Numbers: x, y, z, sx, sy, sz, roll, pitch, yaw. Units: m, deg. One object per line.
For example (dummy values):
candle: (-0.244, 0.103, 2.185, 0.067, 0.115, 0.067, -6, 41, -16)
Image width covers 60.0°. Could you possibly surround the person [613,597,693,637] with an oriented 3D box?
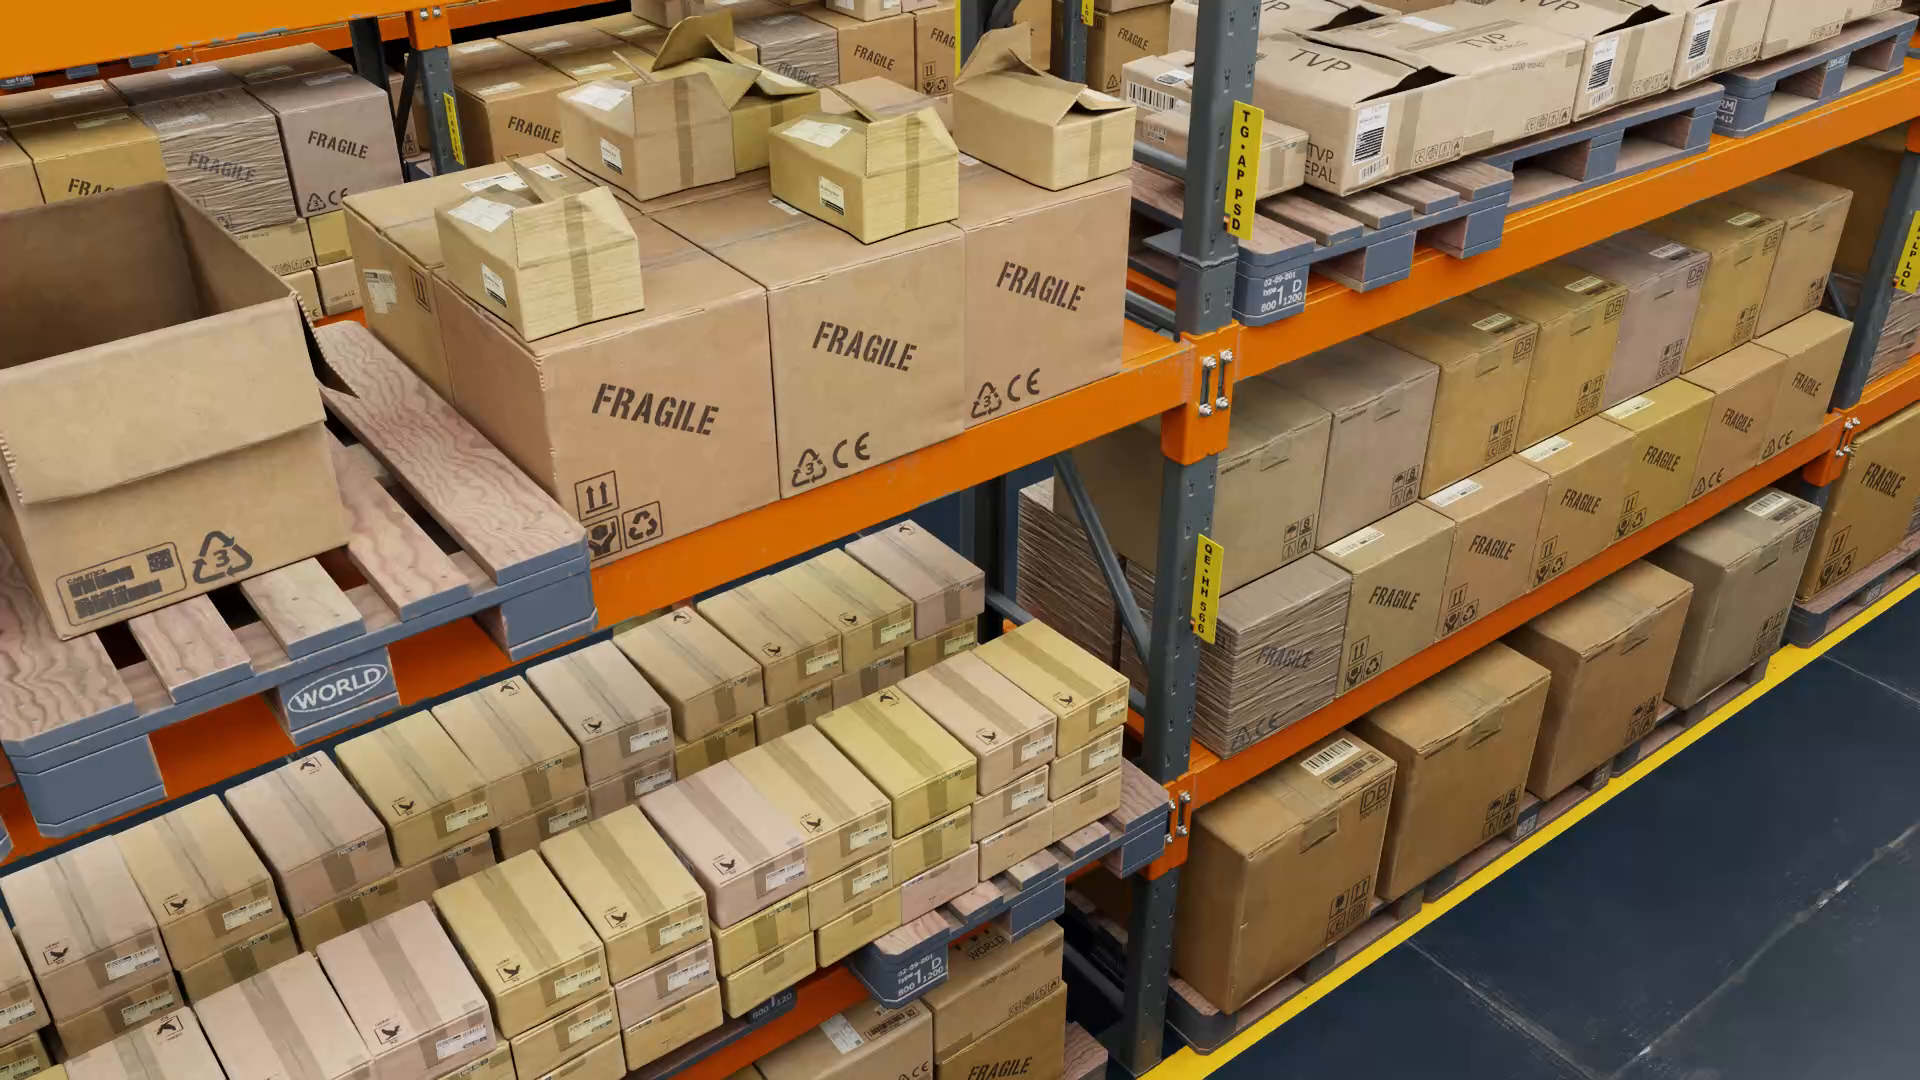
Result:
person: (-1.193, 0.422, 6.478, 0.399, 1.674, 0.449, -22, 38, -30)
